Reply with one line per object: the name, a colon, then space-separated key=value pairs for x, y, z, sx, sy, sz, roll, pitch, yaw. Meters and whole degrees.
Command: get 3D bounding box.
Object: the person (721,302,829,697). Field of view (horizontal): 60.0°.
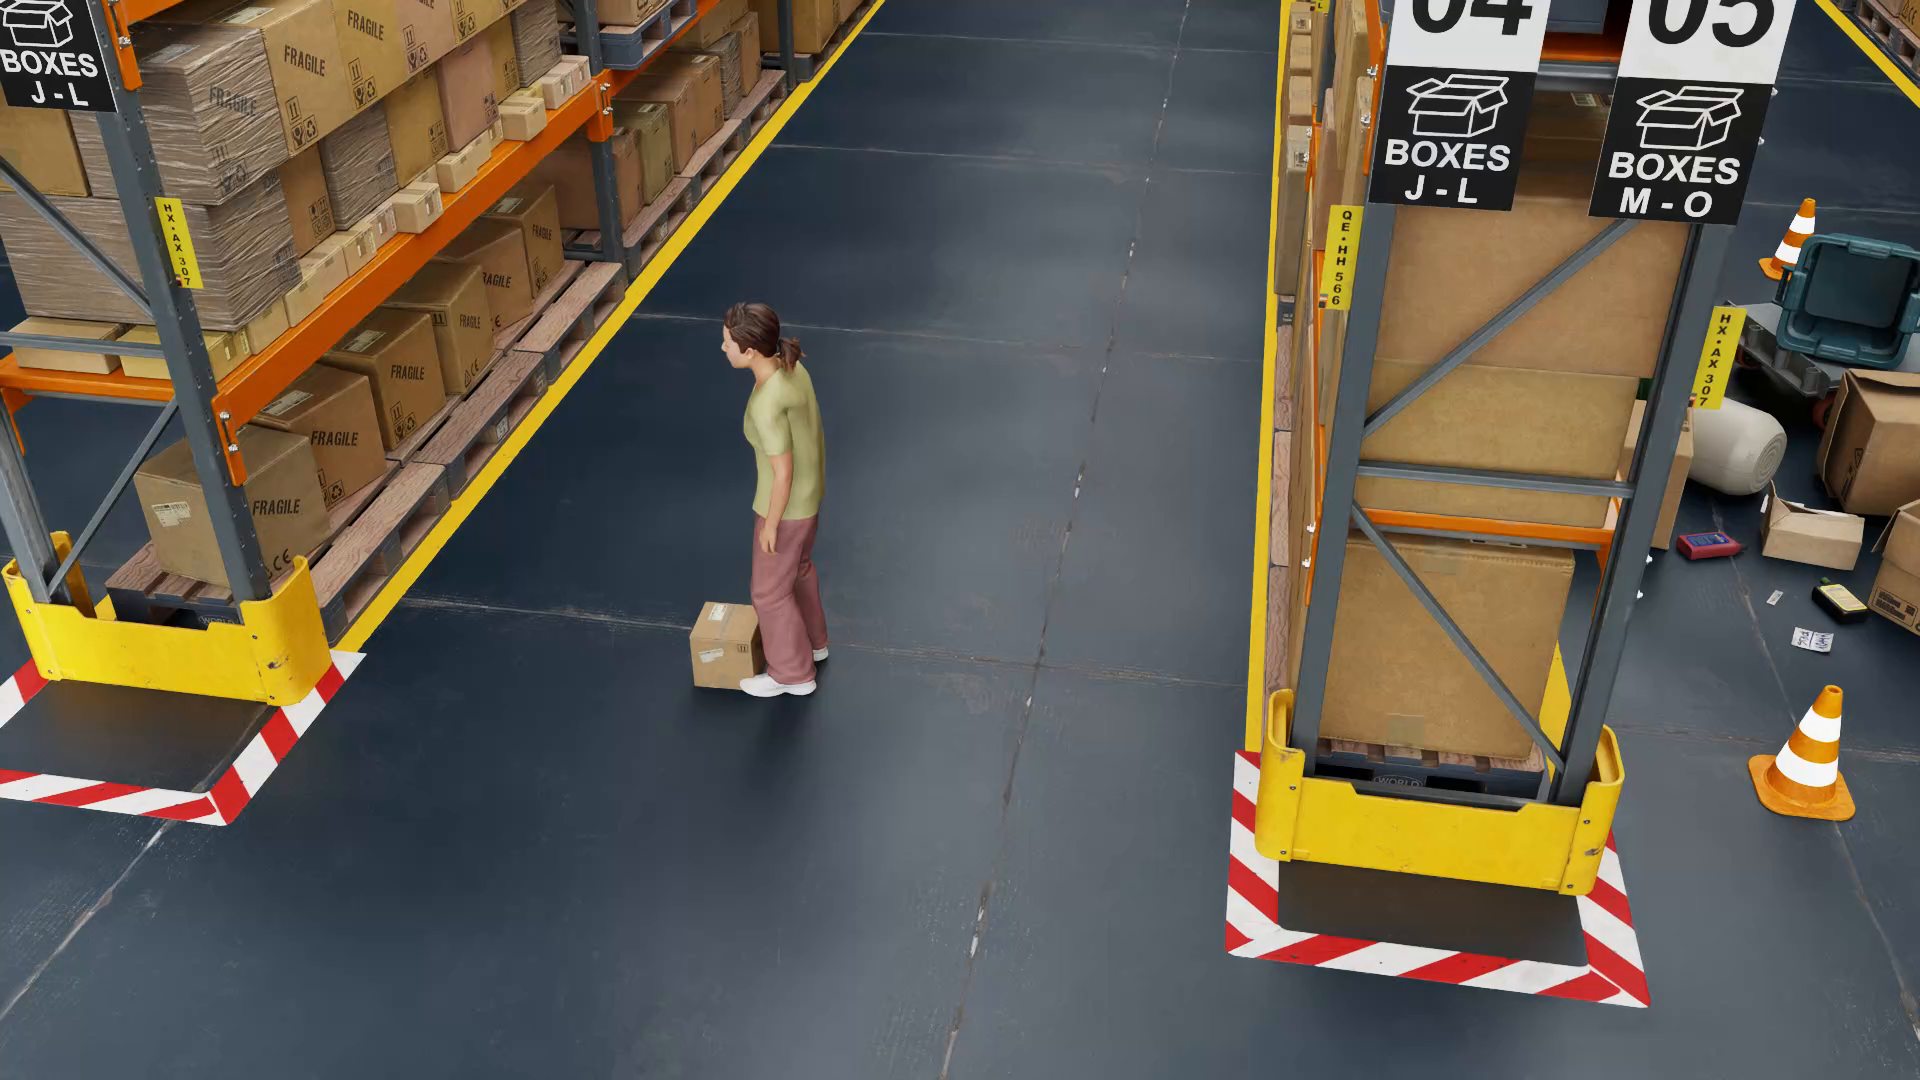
person: x=-0.696 y=-0.147 z=6.371 sx=0.368 sy=1.671 sz=0.520 roll=3 pitch=33 yaw=5
